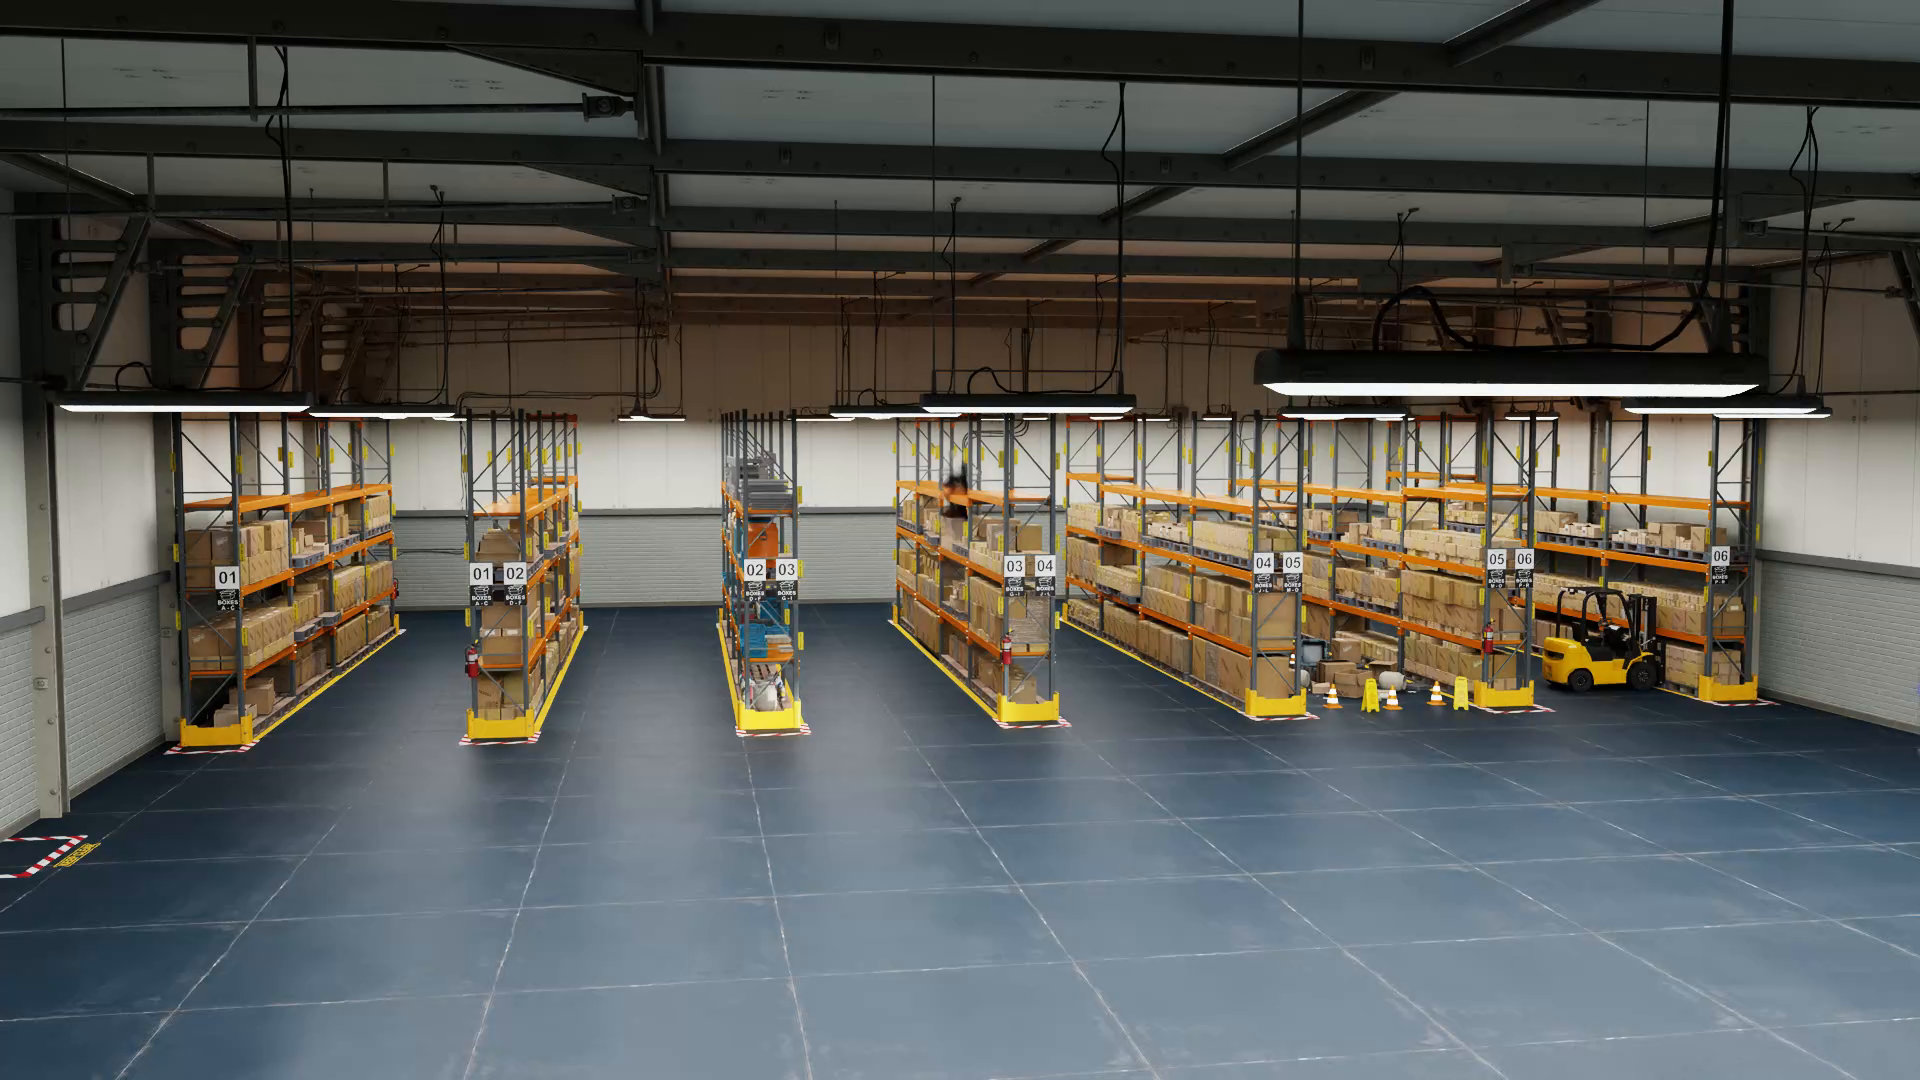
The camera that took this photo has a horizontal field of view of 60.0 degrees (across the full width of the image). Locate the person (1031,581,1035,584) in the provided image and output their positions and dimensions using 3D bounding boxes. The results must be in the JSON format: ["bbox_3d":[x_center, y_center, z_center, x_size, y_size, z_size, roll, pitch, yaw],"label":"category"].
[{"bbox_3d":[1.741,1.757,40.874,0.603,1.850,0.850,-1,4,-13],"label":"person"}]
